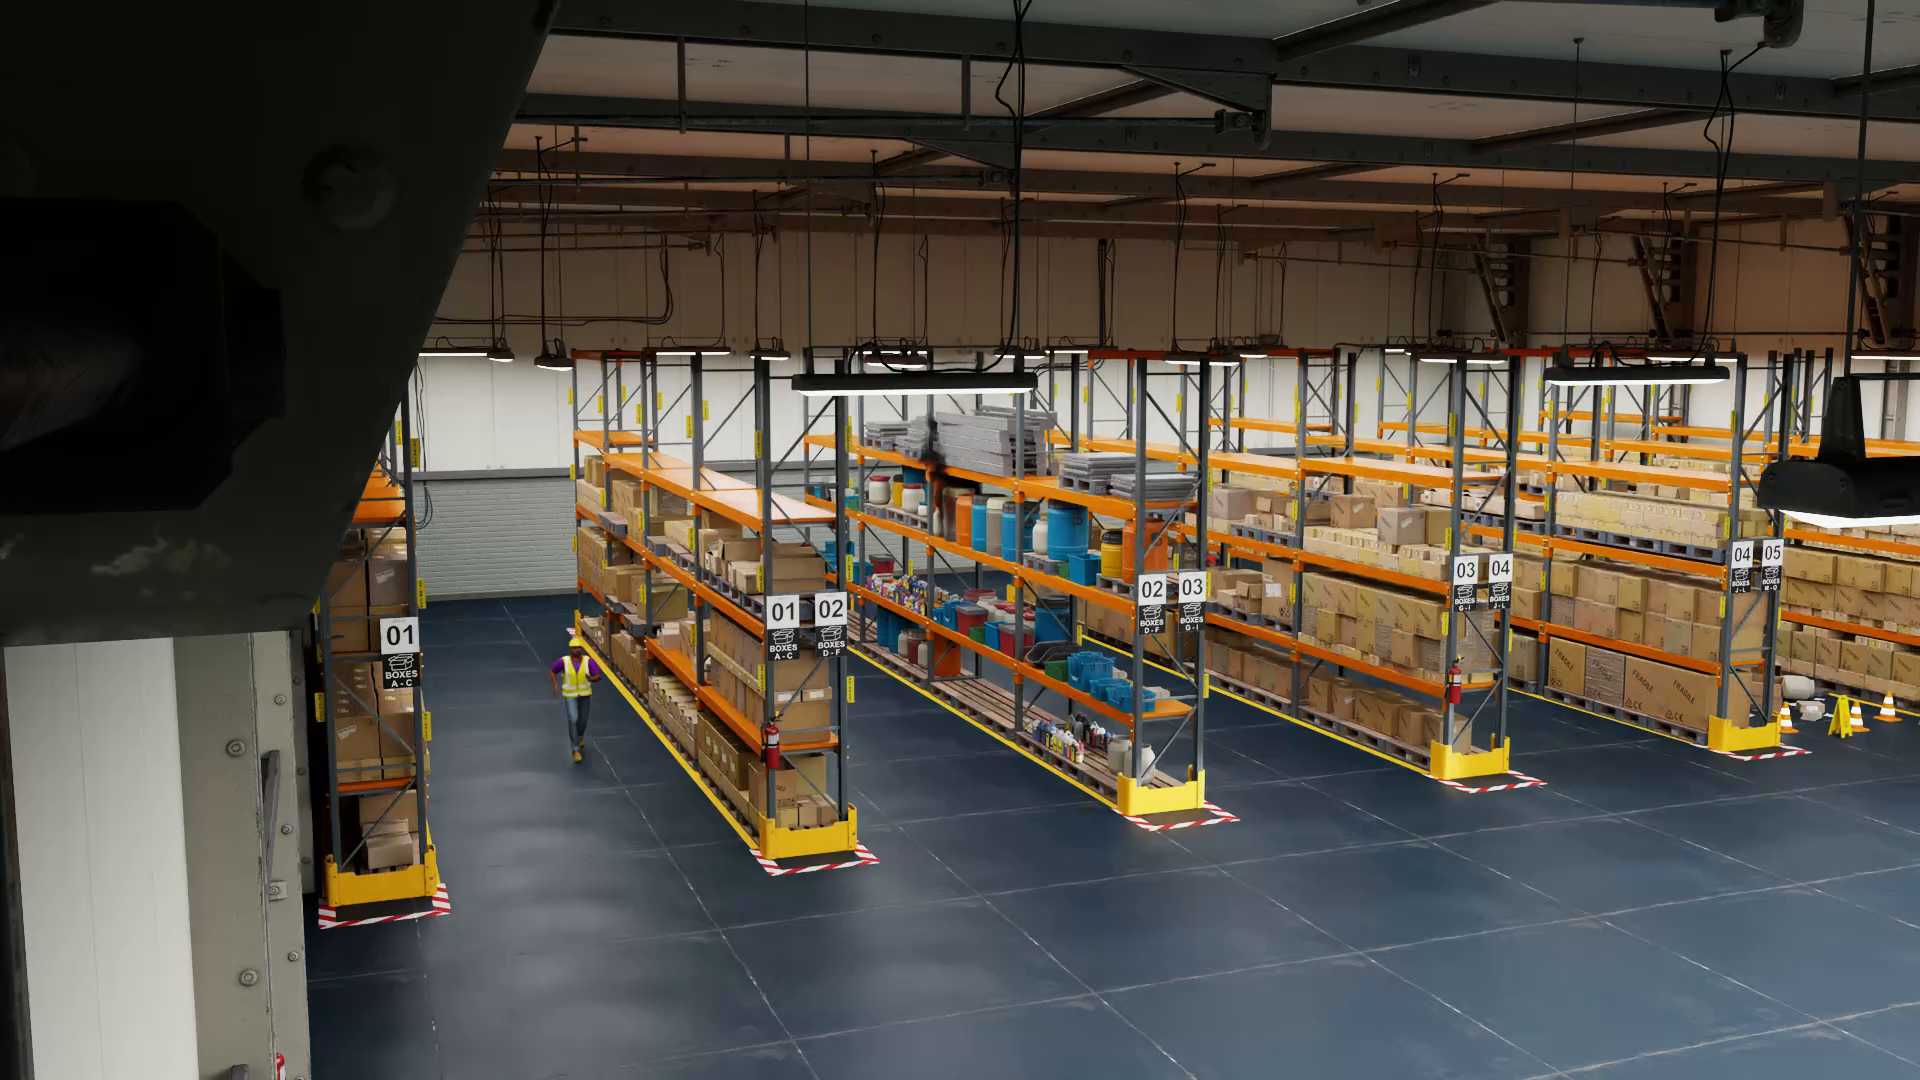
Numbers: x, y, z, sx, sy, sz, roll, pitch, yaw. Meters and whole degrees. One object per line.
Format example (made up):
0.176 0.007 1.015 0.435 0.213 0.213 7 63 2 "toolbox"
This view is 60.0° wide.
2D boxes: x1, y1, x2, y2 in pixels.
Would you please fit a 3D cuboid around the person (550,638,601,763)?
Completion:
-5.722 2.344 24.860 0.693 1.778 0.946 -3 8 -24 "person"

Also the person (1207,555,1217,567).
5.108 1.217 33.923 0.653 1.835 0.804 -3 8 -22 "person"
